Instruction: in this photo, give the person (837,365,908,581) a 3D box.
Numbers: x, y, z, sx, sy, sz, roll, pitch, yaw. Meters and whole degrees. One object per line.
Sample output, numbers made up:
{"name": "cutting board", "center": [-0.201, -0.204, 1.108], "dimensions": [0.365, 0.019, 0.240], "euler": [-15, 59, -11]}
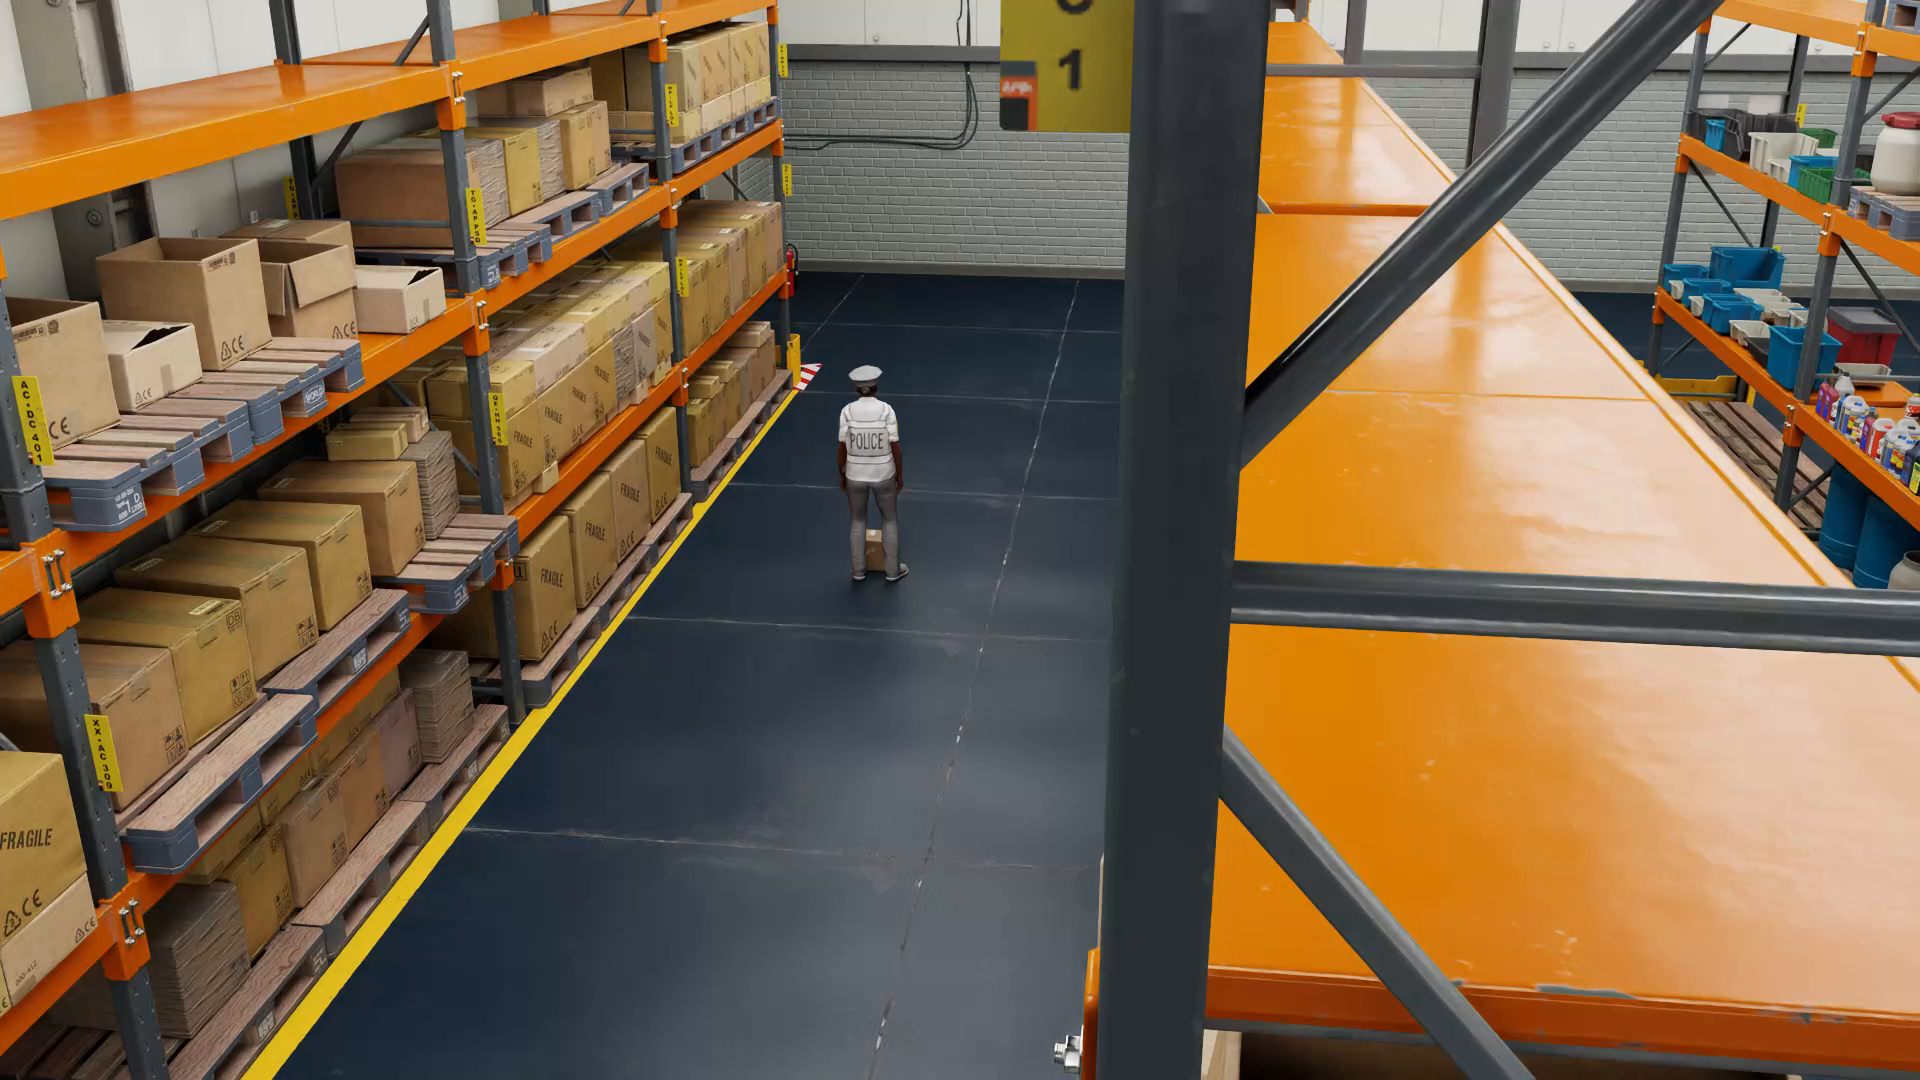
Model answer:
{"name": "person", "center": [-0.673, -0.487, 12.731], "dimensions": [0.521, 1.657, 0.395], "euler": [1, 21, 3]}
